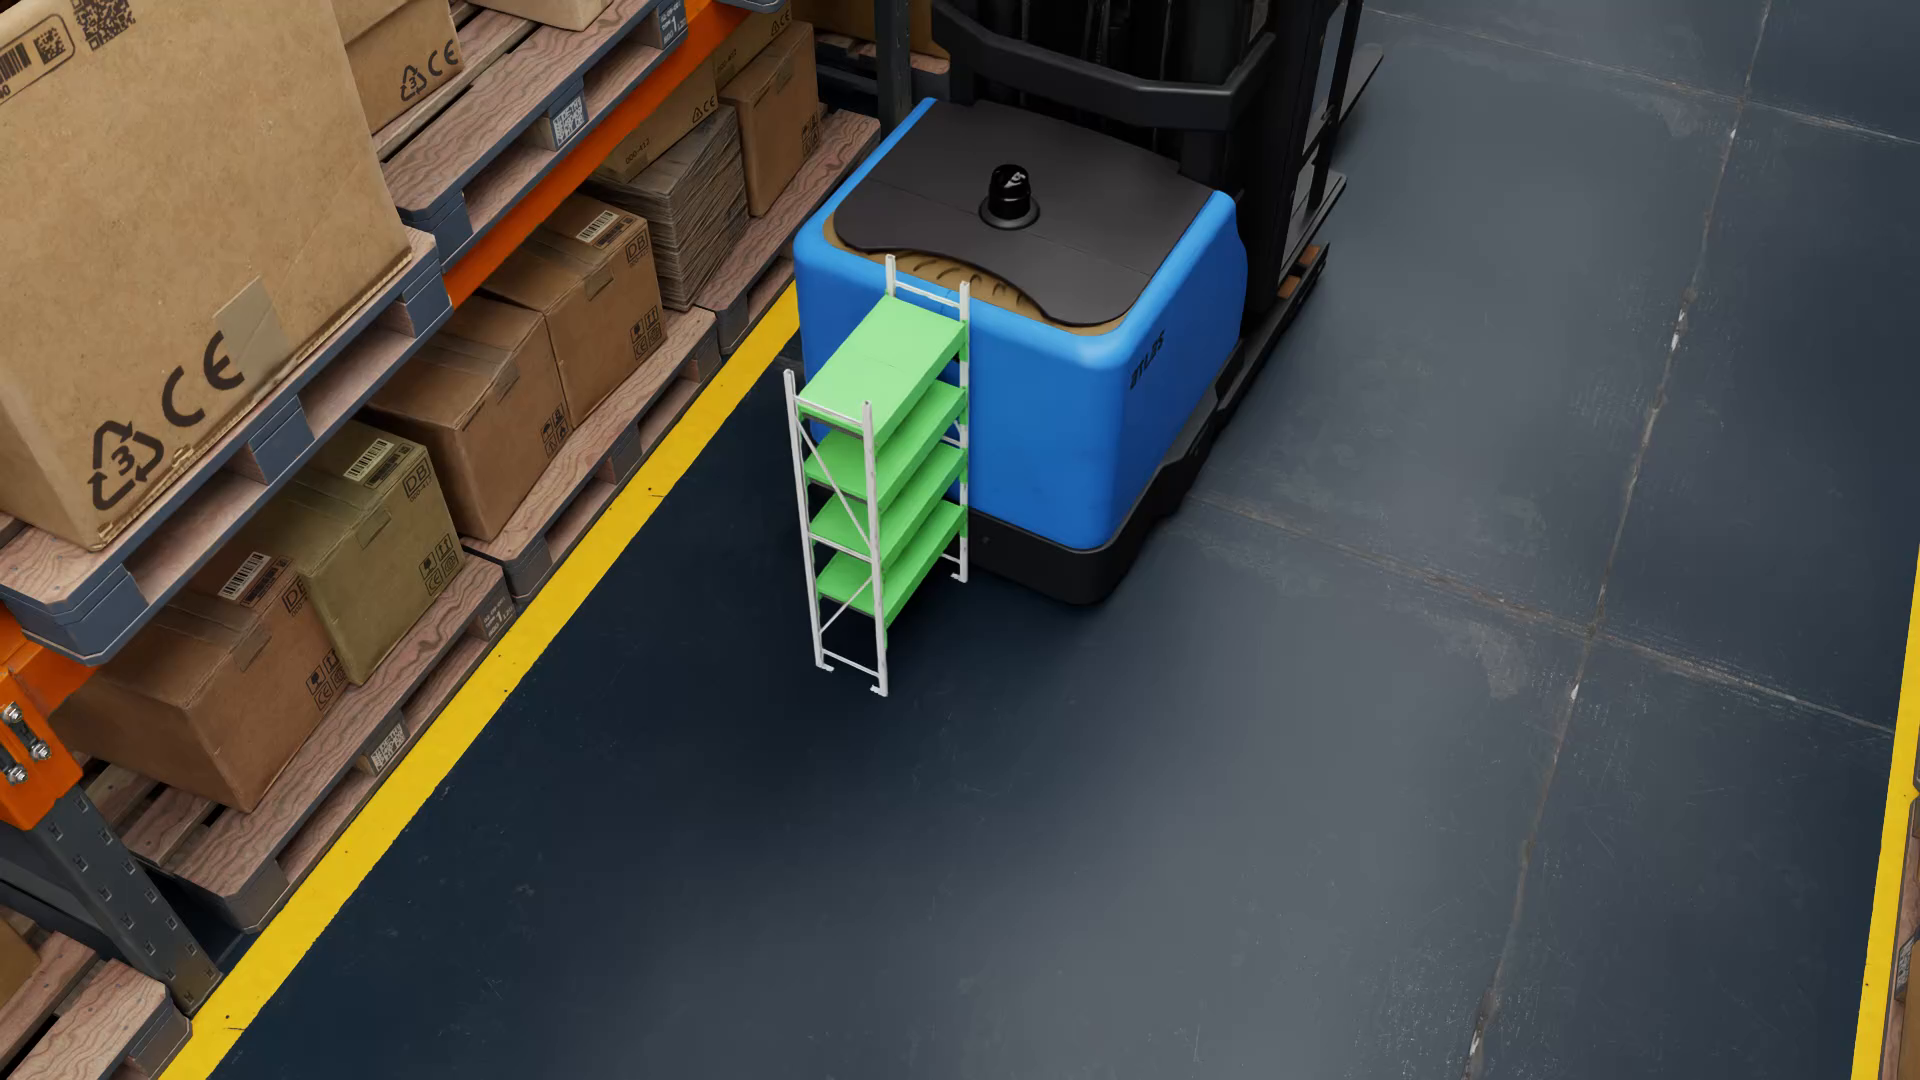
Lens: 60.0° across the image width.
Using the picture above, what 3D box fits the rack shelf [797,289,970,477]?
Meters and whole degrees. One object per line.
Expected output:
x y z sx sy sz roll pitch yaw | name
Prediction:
-0.201 -0.410 4.265 0.258 0.148 0.480 23 53 18 | rack shelf

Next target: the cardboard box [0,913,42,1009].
-2.582 0.971 3.819 0.500 0.500 0.500 18 52 15 | cardboard box

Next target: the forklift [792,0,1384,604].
0.670 -1.884 4.928 1.130 2.935 3.031 23 53 18 | forklift

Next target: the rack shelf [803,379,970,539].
-0.201 -0.255 4.448 0.258 0.148 0.480 23 53 18 | rack shelf

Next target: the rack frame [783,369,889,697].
-0.318 0.023 4.443 0.240 1.200 0.015 23 53 18 | rack frame

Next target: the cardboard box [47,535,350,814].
-2.093 0.287 4.389 0.700 0.500 0.500 16 52 13 | cardboard box

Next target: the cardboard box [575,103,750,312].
-1.160 -1.198 5.652 0.700 0.500 0.500 16 51 13 | cardboard box

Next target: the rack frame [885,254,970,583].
-0.084 -0.303 4.720 0.240 1.200 0.015 23 53 18 | rack frame

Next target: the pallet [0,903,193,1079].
-2.630 1.413 3.909 1.003 0.211 1.213 20 52 16 | pallet

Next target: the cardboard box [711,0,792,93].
-0.925 -1.824 5.692 0.500 0.250 0.500 22 53 18 | cardboard box

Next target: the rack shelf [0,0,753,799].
-1.520 -1.109 4.697 1.077 0.370 4.000 20 52 16 | rack shelf

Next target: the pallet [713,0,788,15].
-0.874 -2.132 5.220 1.213 0.211 1.003 20 52 16 | pallet

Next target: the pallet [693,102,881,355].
-1.001 -1.278 6.199 1.003 0.211 1.213 20 52 16 | pallet

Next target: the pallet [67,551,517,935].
-2.044 0.402 4.769 1.003 0.211 1.213 20 52 16 | pallet

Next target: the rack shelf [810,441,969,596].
-0.201 -0.099 4.630 0.258 0.148 0.480 23 53 18 | rack shelf

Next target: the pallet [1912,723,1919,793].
3.370 0.386 4.783 1.003 0.211 1.213 20 52 16 | pallet

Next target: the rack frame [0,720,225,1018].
-2.375 0.035 3.251 1.000 3.000 0.127 20 52 16 | rack frame

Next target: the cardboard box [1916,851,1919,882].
3.064 0.550 4.014 1.050 0.750 0.750 21 53 17 | cardboard box

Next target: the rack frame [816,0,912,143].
-0.666 -2.719 5.594 1.000 3.000 0.127 20 52 16 | rack frame

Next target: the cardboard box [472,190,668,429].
-1.395 -0.805 5.318 0.700 0.500 0.500 24 54 19 | cardboard box

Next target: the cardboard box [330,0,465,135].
-1.718 -1.358 4.093 0.797 0.503 0.637 25 54 20 | cardboard box

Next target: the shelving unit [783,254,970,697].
-0.201 -0.140 4.582 0.258 1.200 0.503 23 53 18 | shelving unit

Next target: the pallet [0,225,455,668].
-1.917 -0.382 3.731 1.003 0.211 1.213 20 52 16 | pallet

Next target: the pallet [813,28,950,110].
-0.261 -2.334 7.098 1.003 0.211 1.213 20 52 16 | pallet

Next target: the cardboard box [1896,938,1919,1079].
2.666 1.192 3.468 1.050 0.750 0.750 20 52 16 | cardboard box

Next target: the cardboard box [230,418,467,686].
-1.872 -0.036 4.663 0.700 0.500 0.500 20 52 16 | cardboard box

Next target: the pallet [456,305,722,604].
-1.524 -0.441 5.487 1.003 0.211 1.213 20 52 16 | pallet

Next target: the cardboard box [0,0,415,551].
-1.909 -0.797 3.289 1.000 1.000 1.000 20 53 16 | cardboard box

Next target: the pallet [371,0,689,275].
-1.475 -1.281 4.496 1.003 0.211 1.213 20 52 16 | pallet

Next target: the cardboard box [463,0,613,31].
-1.134 -1.576 4.434 0.396 0.266 0.258 18 52 15 | cardboard box

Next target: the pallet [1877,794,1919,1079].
2.848 1.223 4.071 1.003 0.211 1.213 20 52 16 | pallet

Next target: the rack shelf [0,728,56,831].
-3.229 1.645 2.353 1.077 0.370 4.000 20 52 16 | rack shelf

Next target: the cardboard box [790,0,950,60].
-0.352 -2.635 6.642 1.225 0.875 0.875 18 52 14 | cardboard box

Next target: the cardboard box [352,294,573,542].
-1.634 -0.421 4.991 0.700 0.500 0.500 16 51 13 | cardboard box

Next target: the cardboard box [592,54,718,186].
-1.142 -1.455 5.379 0.500 0.250 0.500 25 54 20 | cardboard box

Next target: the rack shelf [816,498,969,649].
-0.201 0.057 4.813 0.258 0.148 0.480 23 53 18 | rack shelf

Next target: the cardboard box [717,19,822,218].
-0.934 -1.584 5.981 0.700 0.500 0.500 17 52 14 | cardboard box
